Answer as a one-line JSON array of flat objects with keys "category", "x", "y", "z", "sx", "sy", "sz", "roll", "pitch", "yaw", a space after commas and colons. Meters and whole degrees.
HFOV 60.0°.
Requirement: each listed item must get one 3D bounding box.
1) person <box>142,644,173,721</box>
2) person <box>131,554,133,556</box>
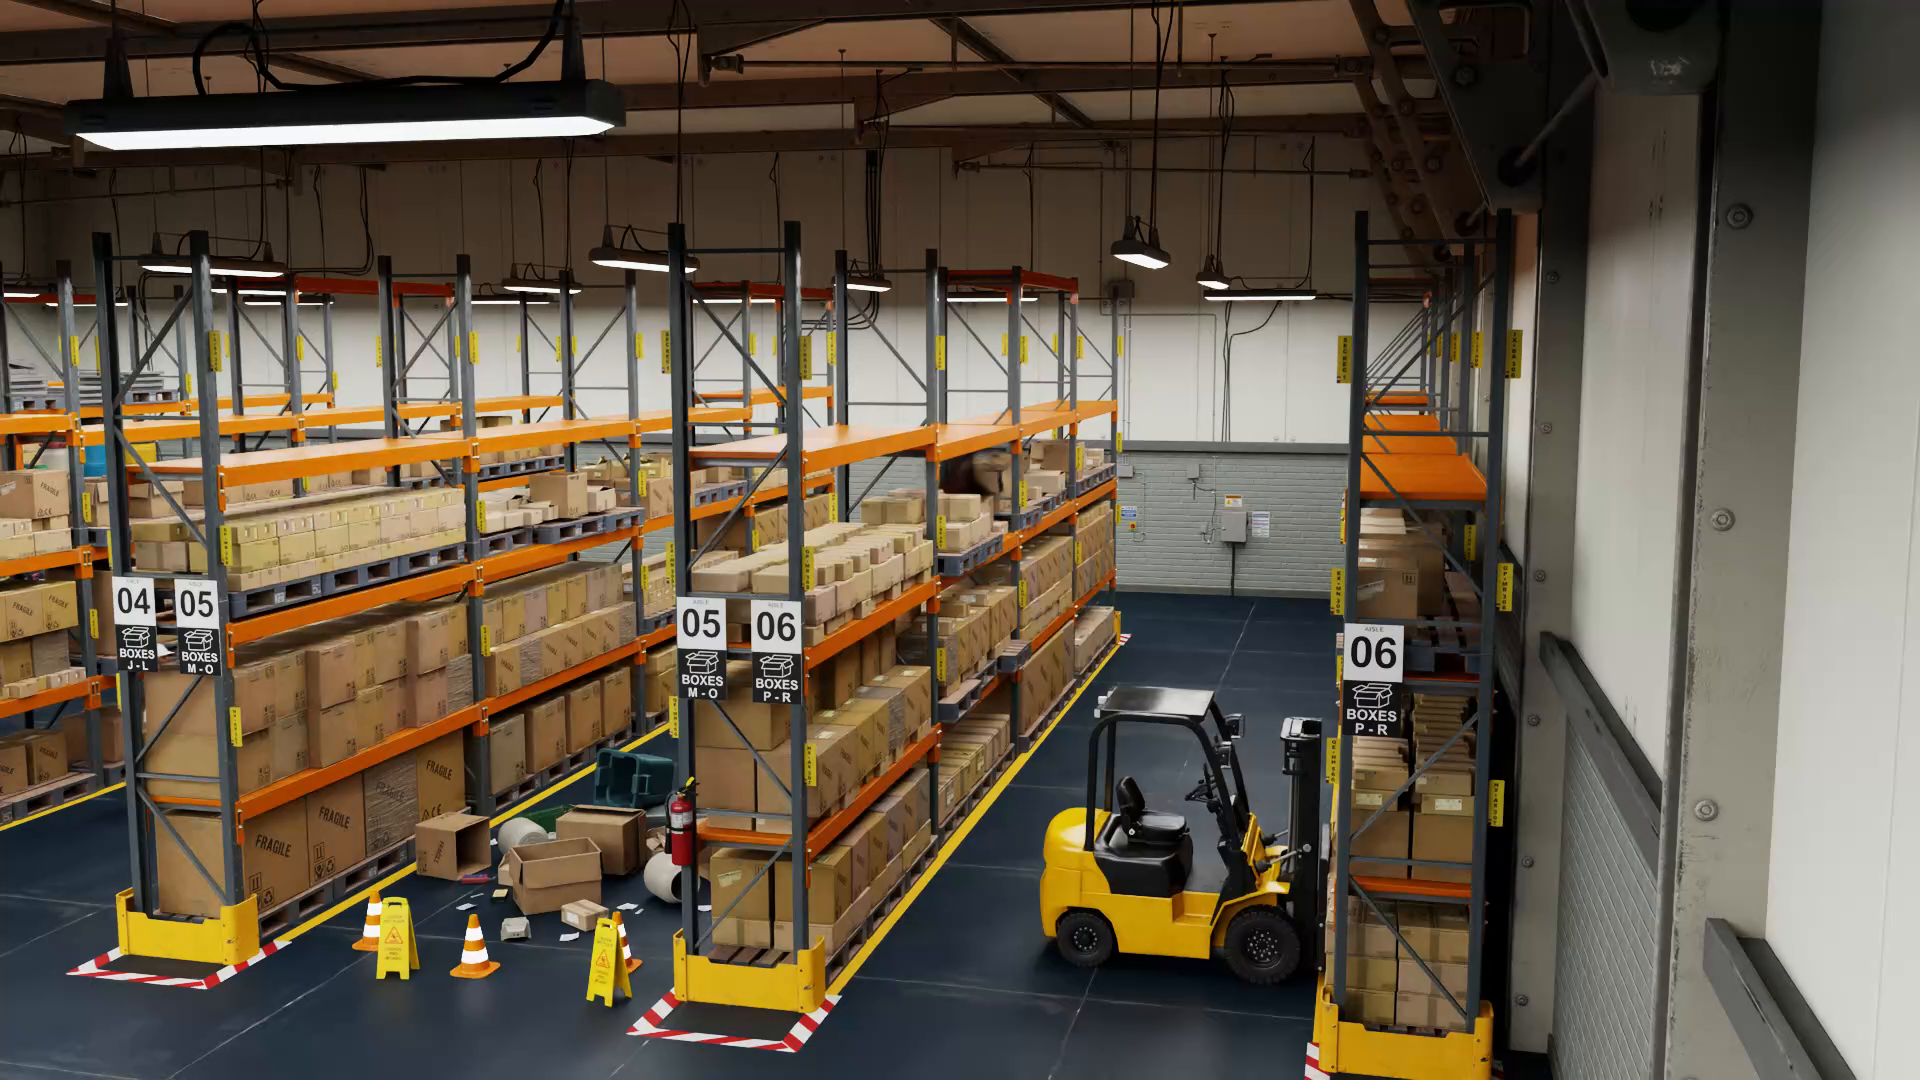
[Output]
[{"category": "person", "x": -8.936, "y": 2.021, "z": 18.552, "sx": 0.543, "sy": 1.760, "sz": 0.568, "roll": -6, "pitch": 9, "yaw": -39}, {"category": "person", "x": -16.898, "y": 0.142, "z": 34.156, "sx": 0.441, "sy": 1.734, "sz": 0.561, "roll": 3, "pitch": 8, "yaw": 24}]
